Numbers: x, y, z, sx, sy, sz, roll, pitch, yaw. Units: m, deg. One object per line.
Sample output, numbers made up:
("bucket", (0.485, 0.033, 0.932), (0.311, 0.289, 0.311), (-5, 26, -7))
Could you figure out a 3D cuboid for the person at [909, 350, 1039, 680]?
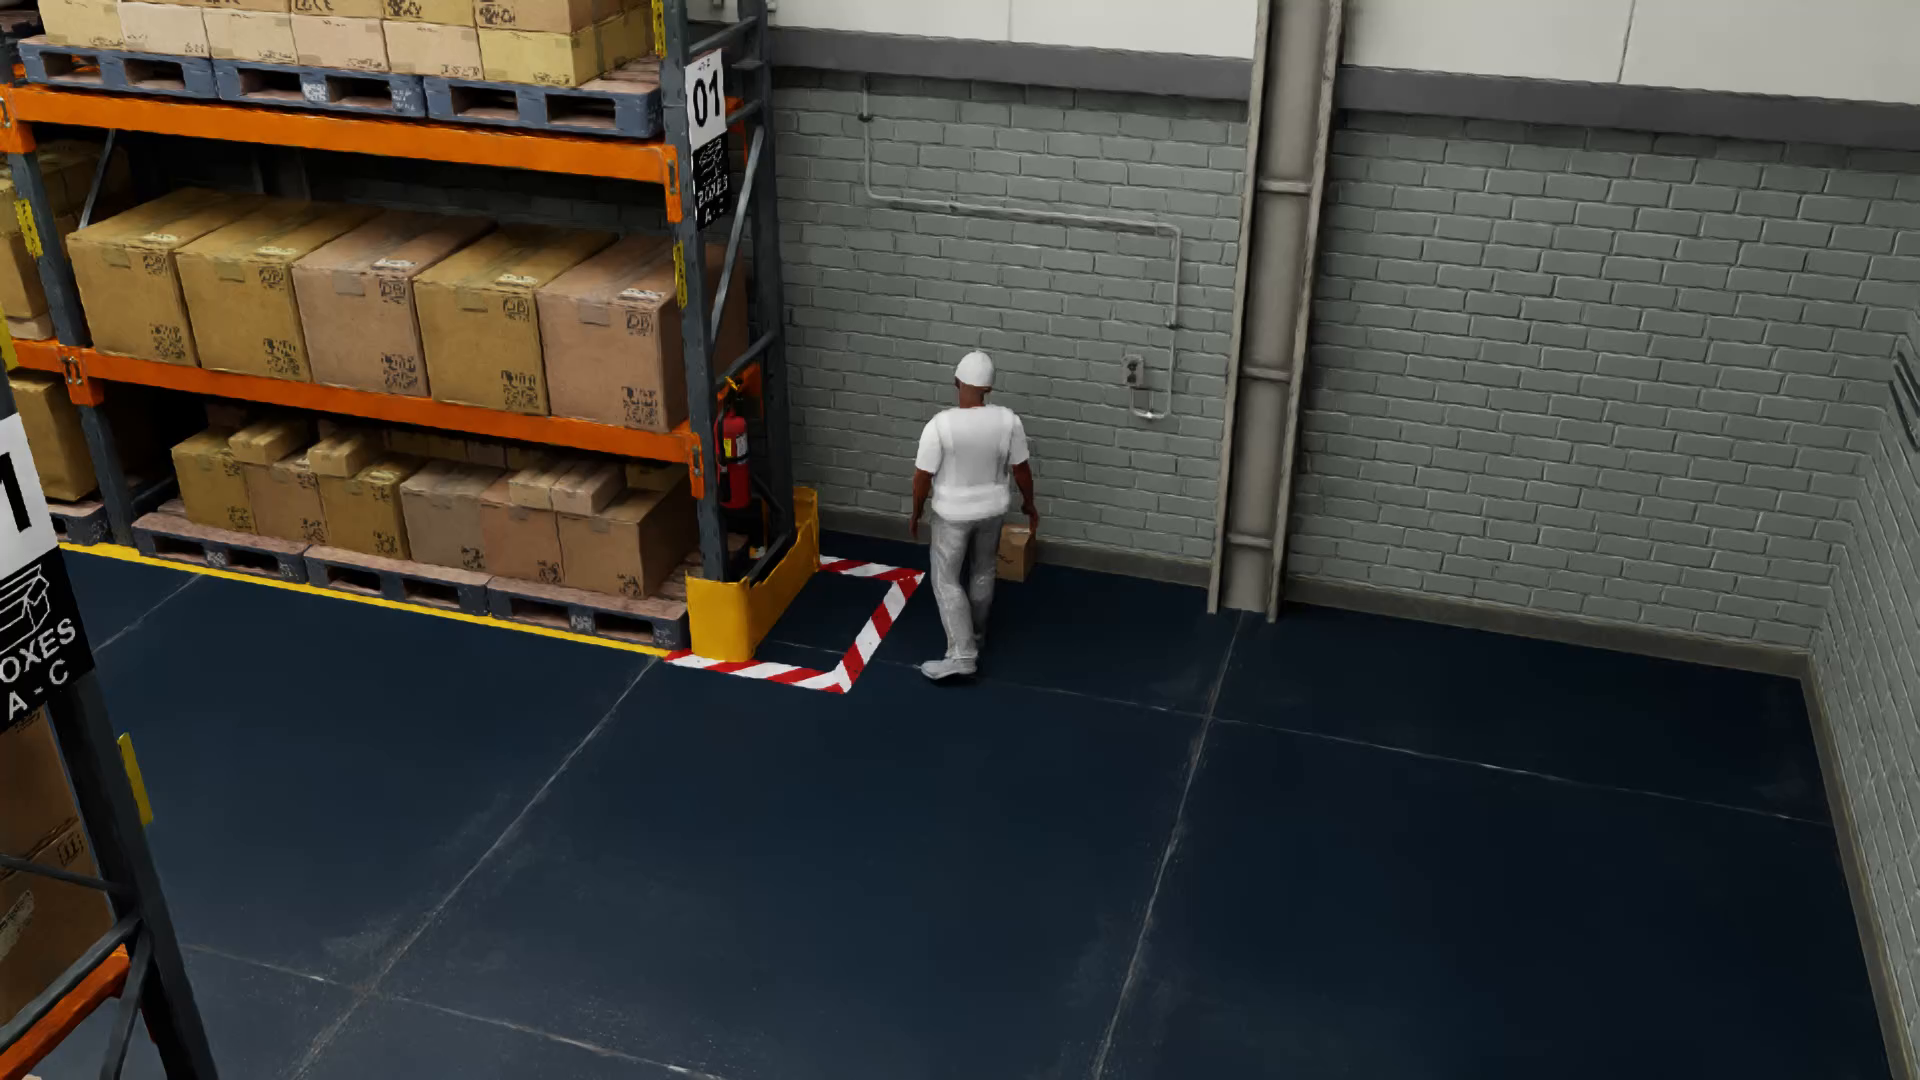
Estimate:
("person", (0.079, -0.147, 8.746), (0.708, 1.766, 0.645), (-9, 30, -15))
